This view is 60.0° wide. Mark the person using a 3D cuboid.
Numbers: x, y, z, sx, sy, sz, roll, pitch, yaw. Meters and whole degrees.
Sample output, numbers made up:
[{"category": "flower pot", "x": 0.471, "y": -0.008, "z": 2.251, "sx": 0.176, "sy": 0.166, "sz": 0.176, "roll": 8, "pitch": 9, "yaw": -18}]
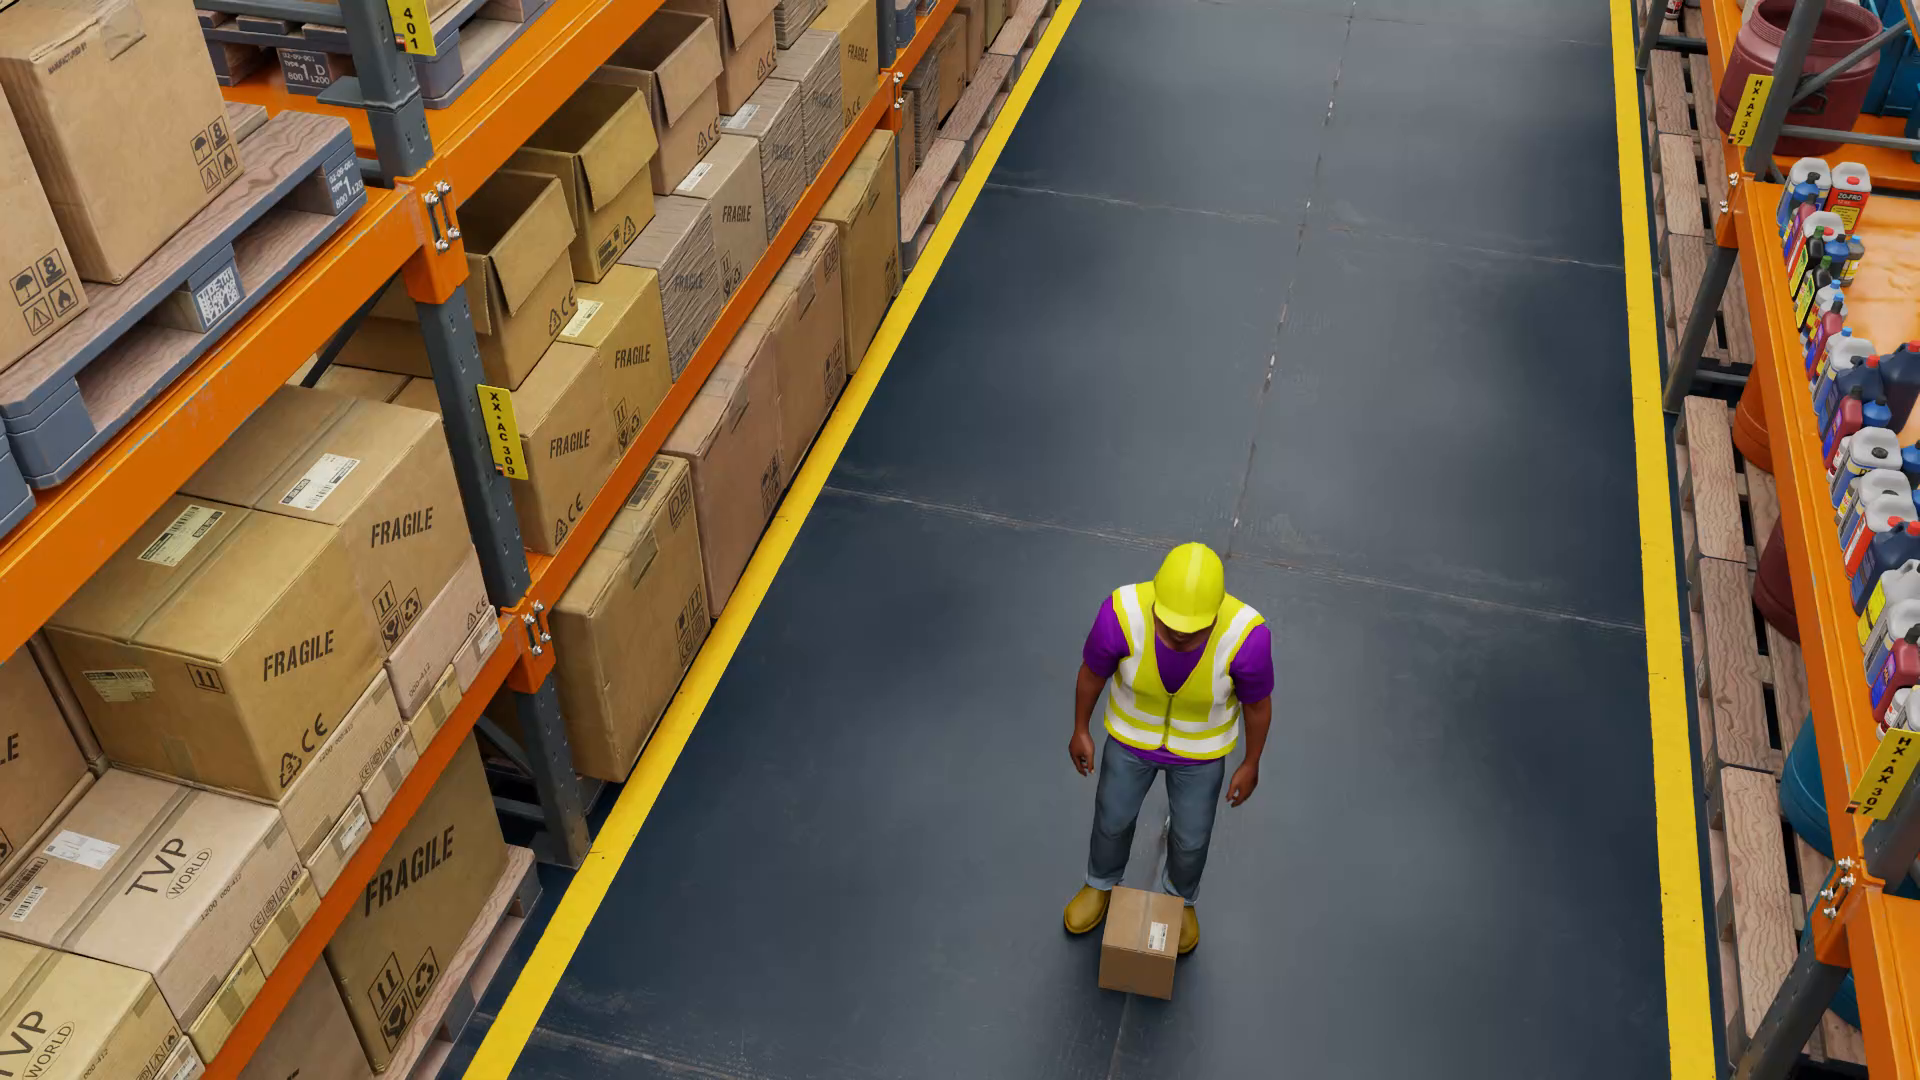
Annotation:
[{"category": "person", "x": 0.665, "y": 0.665, "z": 5.373, "sx": 0.626, "sy": 1.761, "sz": 0.459, "roll": 10, "pitch": 42, "yaw": 11}]
